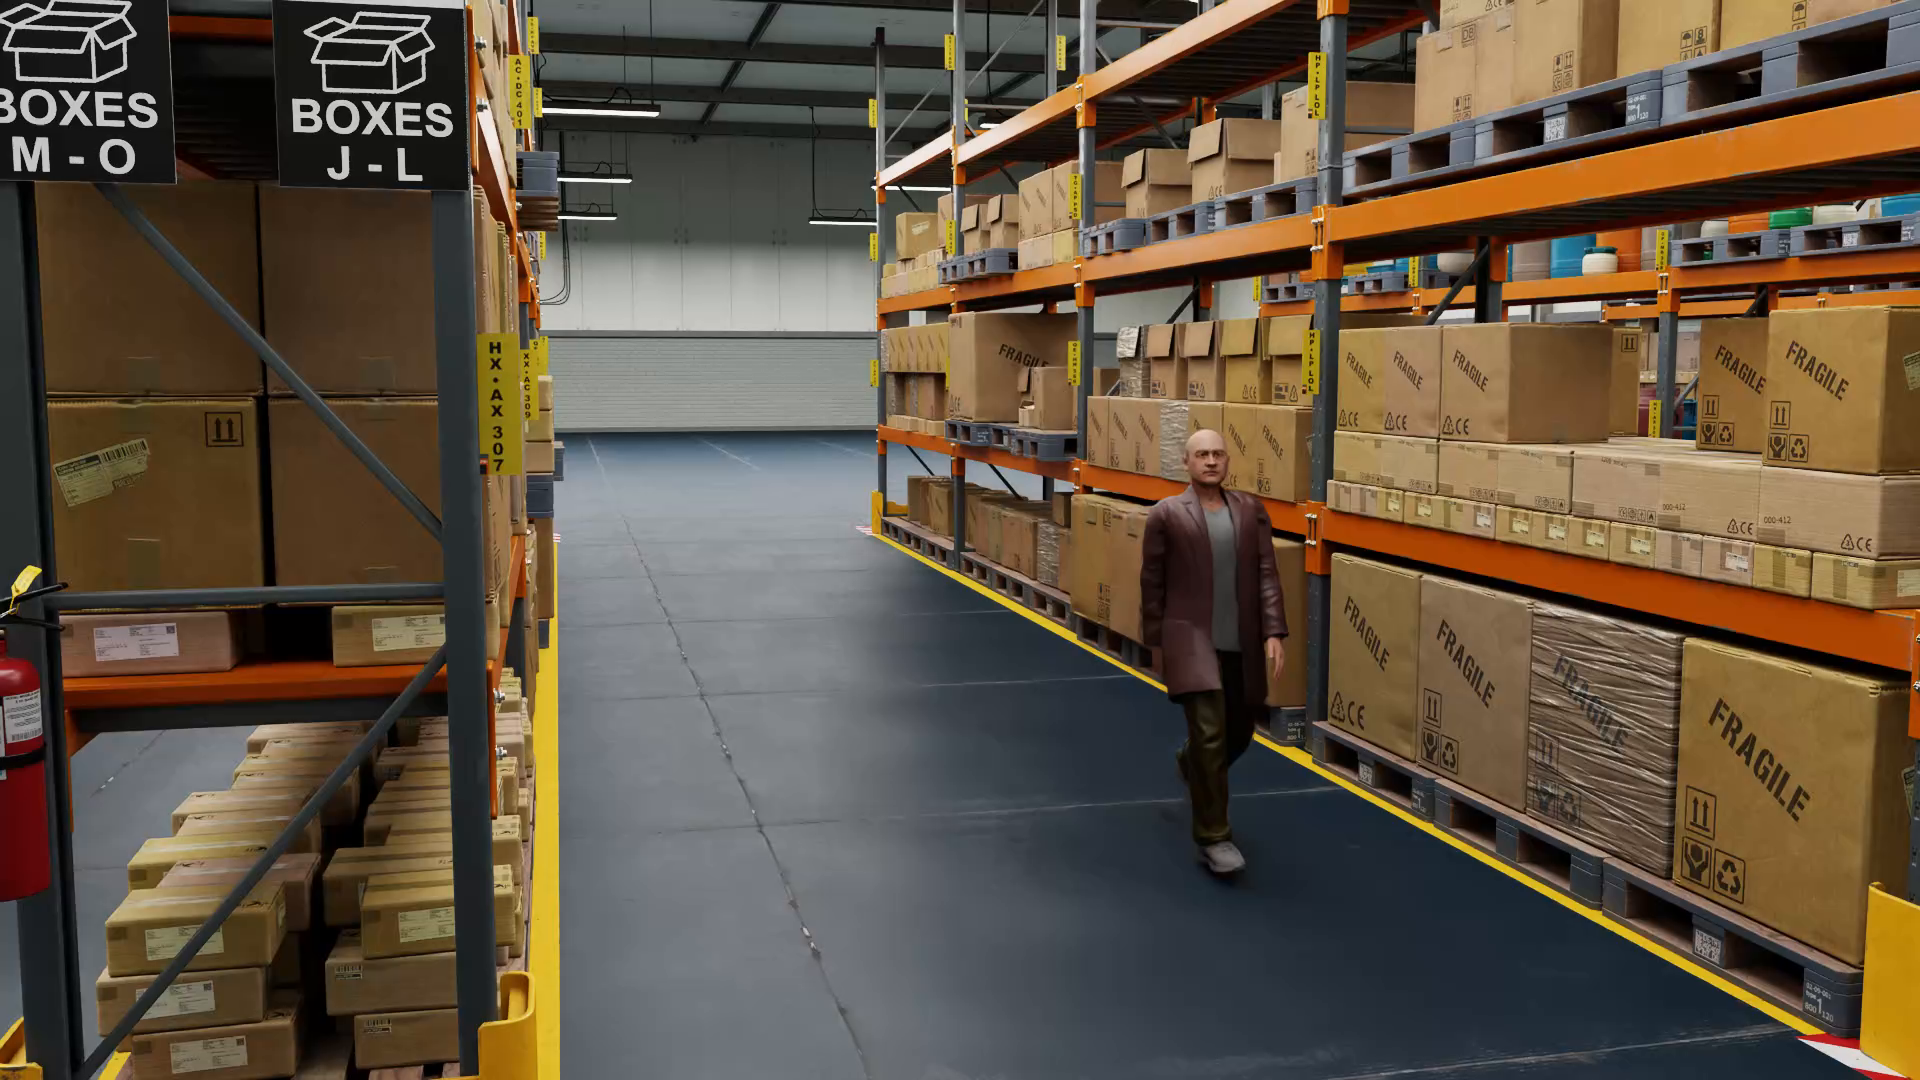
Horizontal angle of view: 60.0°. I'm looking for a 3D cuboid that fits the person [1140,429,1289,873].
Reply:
[{"bbox_3d":[1.041,0.415,6.884,0.556,1.743,1.005,-2,6,-15],"label":"person"}]
